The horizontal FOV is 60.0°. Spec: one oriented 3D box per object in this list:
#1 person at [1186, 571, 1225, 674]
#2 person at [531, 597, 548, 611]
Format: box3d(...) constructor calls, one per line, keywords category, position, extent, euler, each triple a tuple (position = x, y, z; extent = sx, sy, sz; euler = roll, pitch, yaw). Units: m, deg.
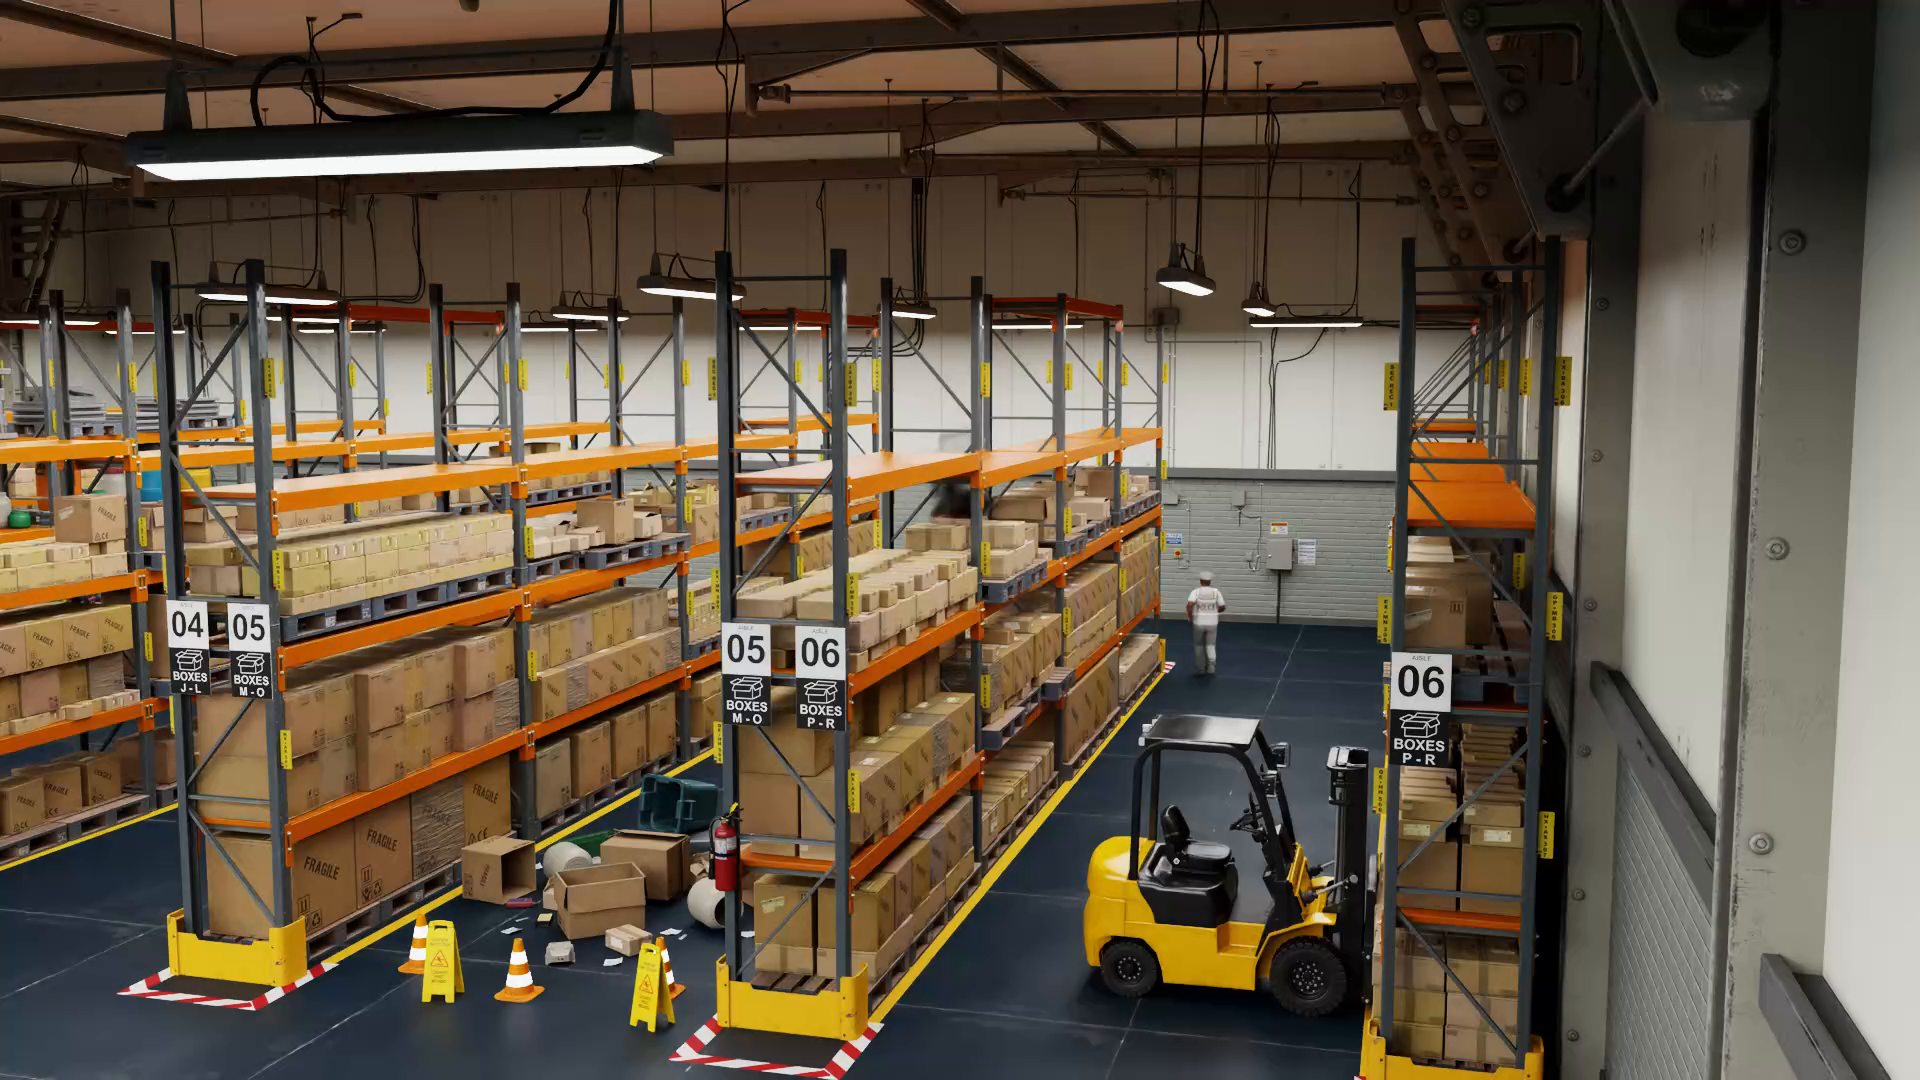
box3d(category="person", position=(4.044, 1.388, 27.454), extent=(0.658, 1.769, 0.938), euler=(0, 6, 2))
box3d(category="person", position=(-6.318, 1.649, 25.039), extent=(0.641, 1.800, 0.689), euler=(1, 6, 12))
